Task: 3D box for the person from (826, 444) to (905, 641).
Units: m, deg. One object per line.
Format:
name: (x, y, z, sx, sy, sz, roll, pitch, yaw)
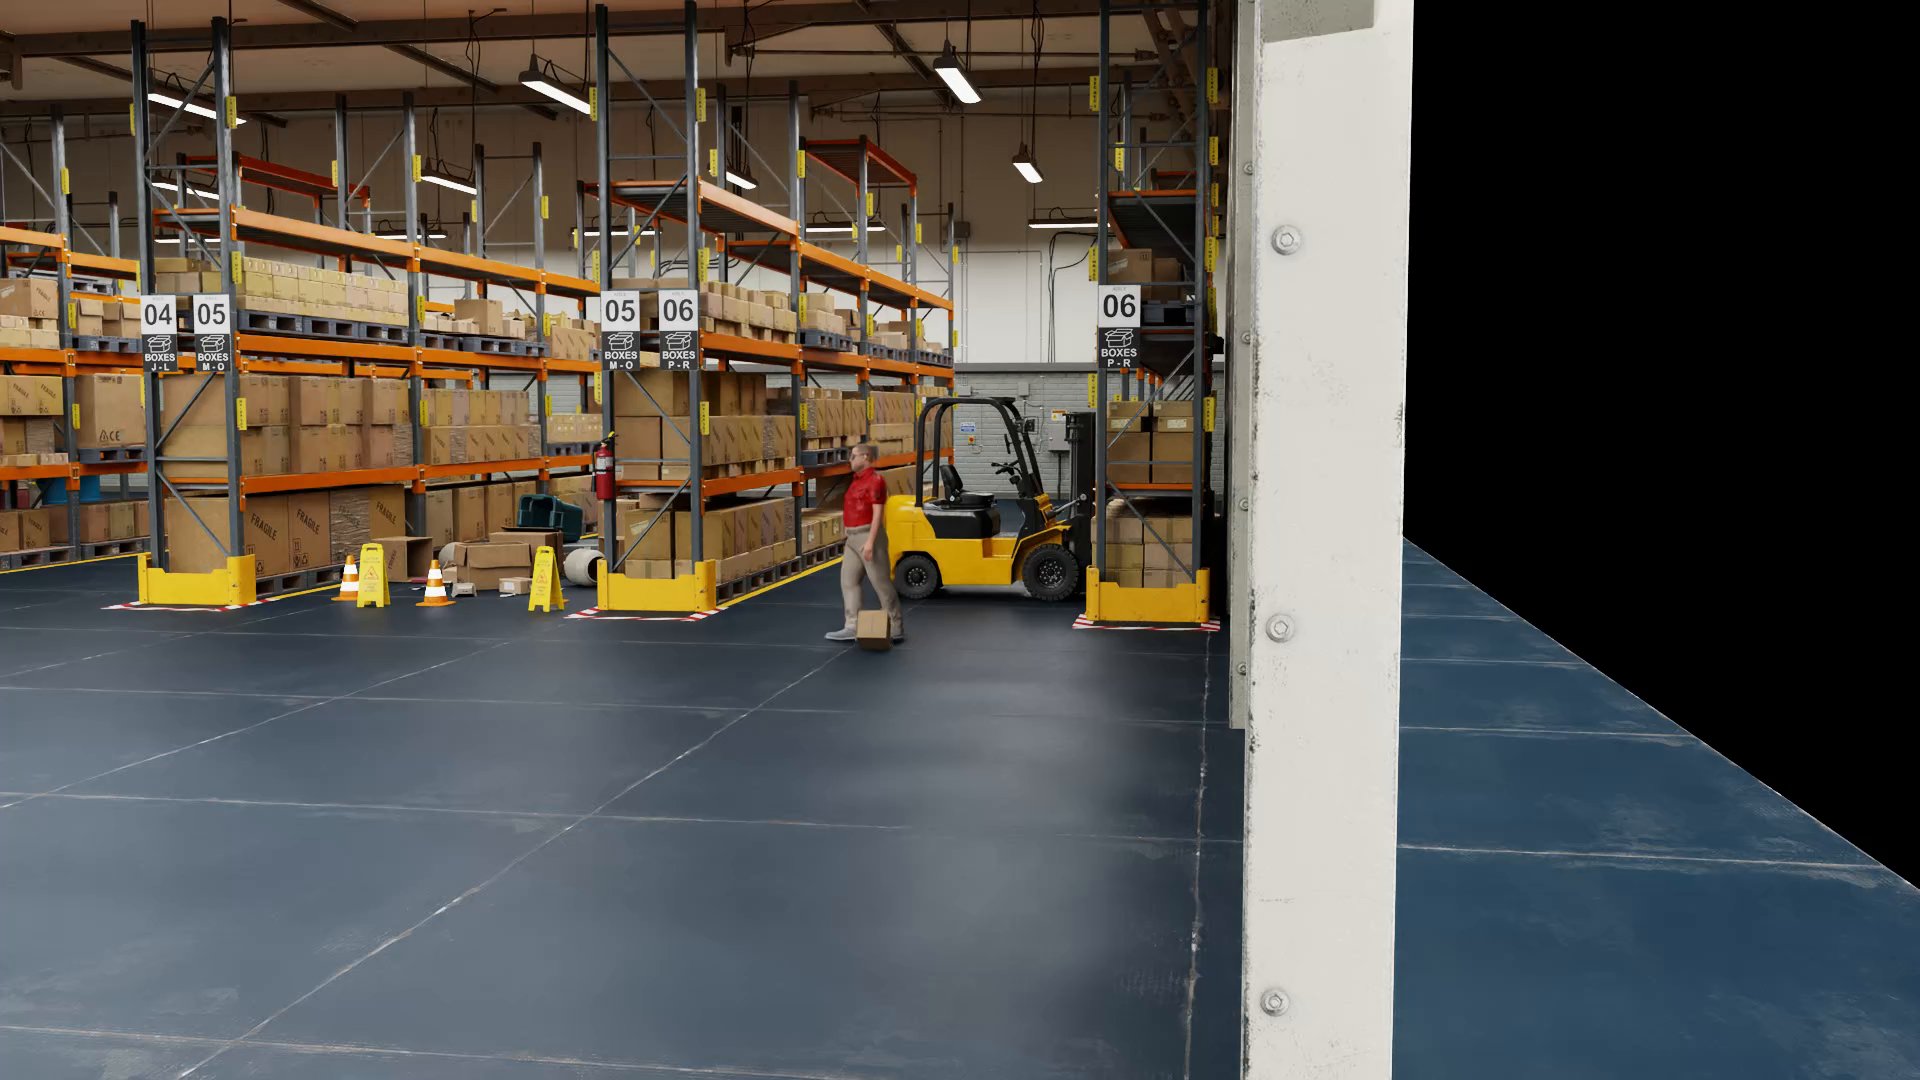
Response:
person: (-0.820, 0.019, 14.517, 0.639, 1.718, 0.648, -2, 5, -28)
